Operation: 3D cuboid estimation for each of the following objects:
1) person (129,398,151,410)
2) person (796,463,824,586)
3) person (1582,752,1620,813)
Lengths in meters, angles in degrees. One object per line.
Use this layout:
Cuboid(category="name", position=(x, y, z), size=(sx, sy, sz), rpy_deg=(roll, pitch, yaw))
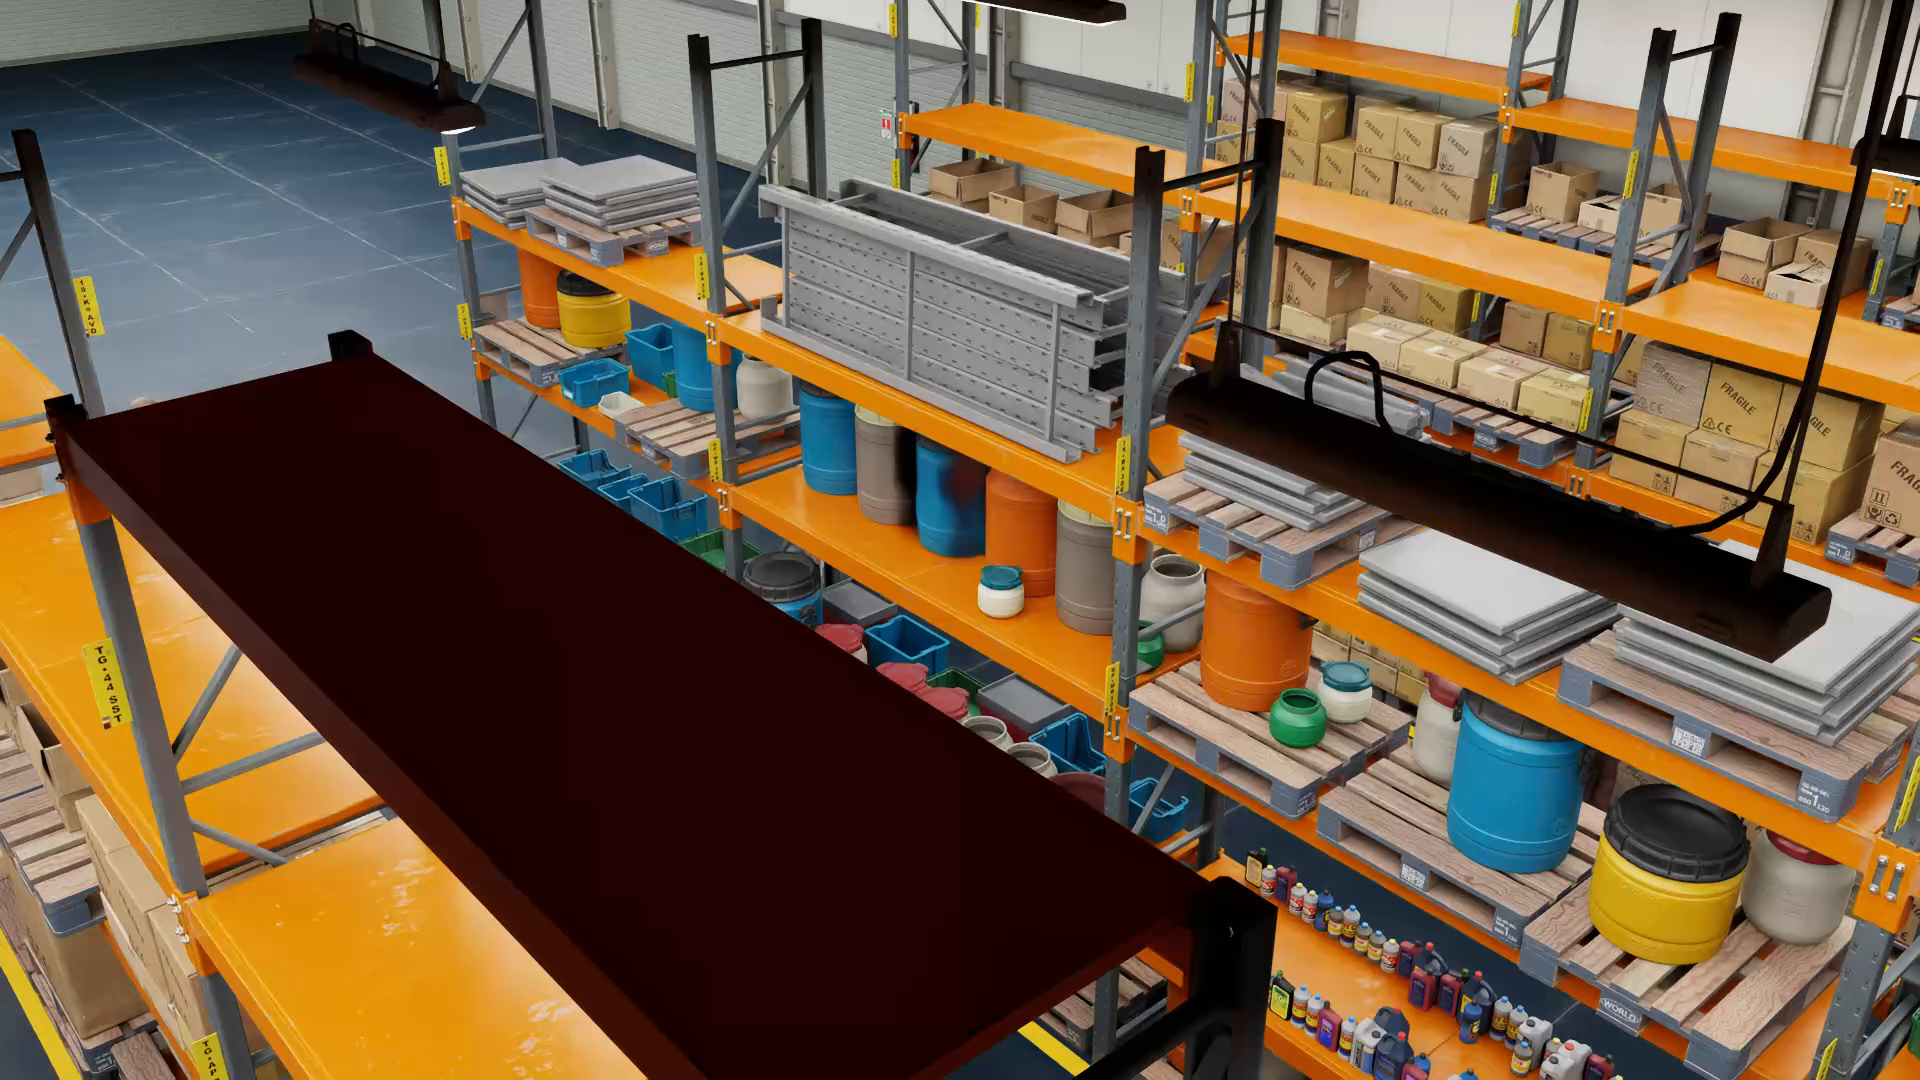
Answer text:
Cuboid(category="person", position=(-8.088, -0.605, 16.791), size=(0.693, 1.779, 0.648), rpy_deg=(18, 32, 32))
Cuboid(category="person", position=(-1.373, -0.215, 16.141), size=(0.491, 1.654, 0.475), rpy_deg=(-7, 28, -13))
Cuboid(category="person", position=(4.233, 1.757, 11.590), size=(0.620, 1.735, 0.624), rpy_deg=(-15, 31, -27))
